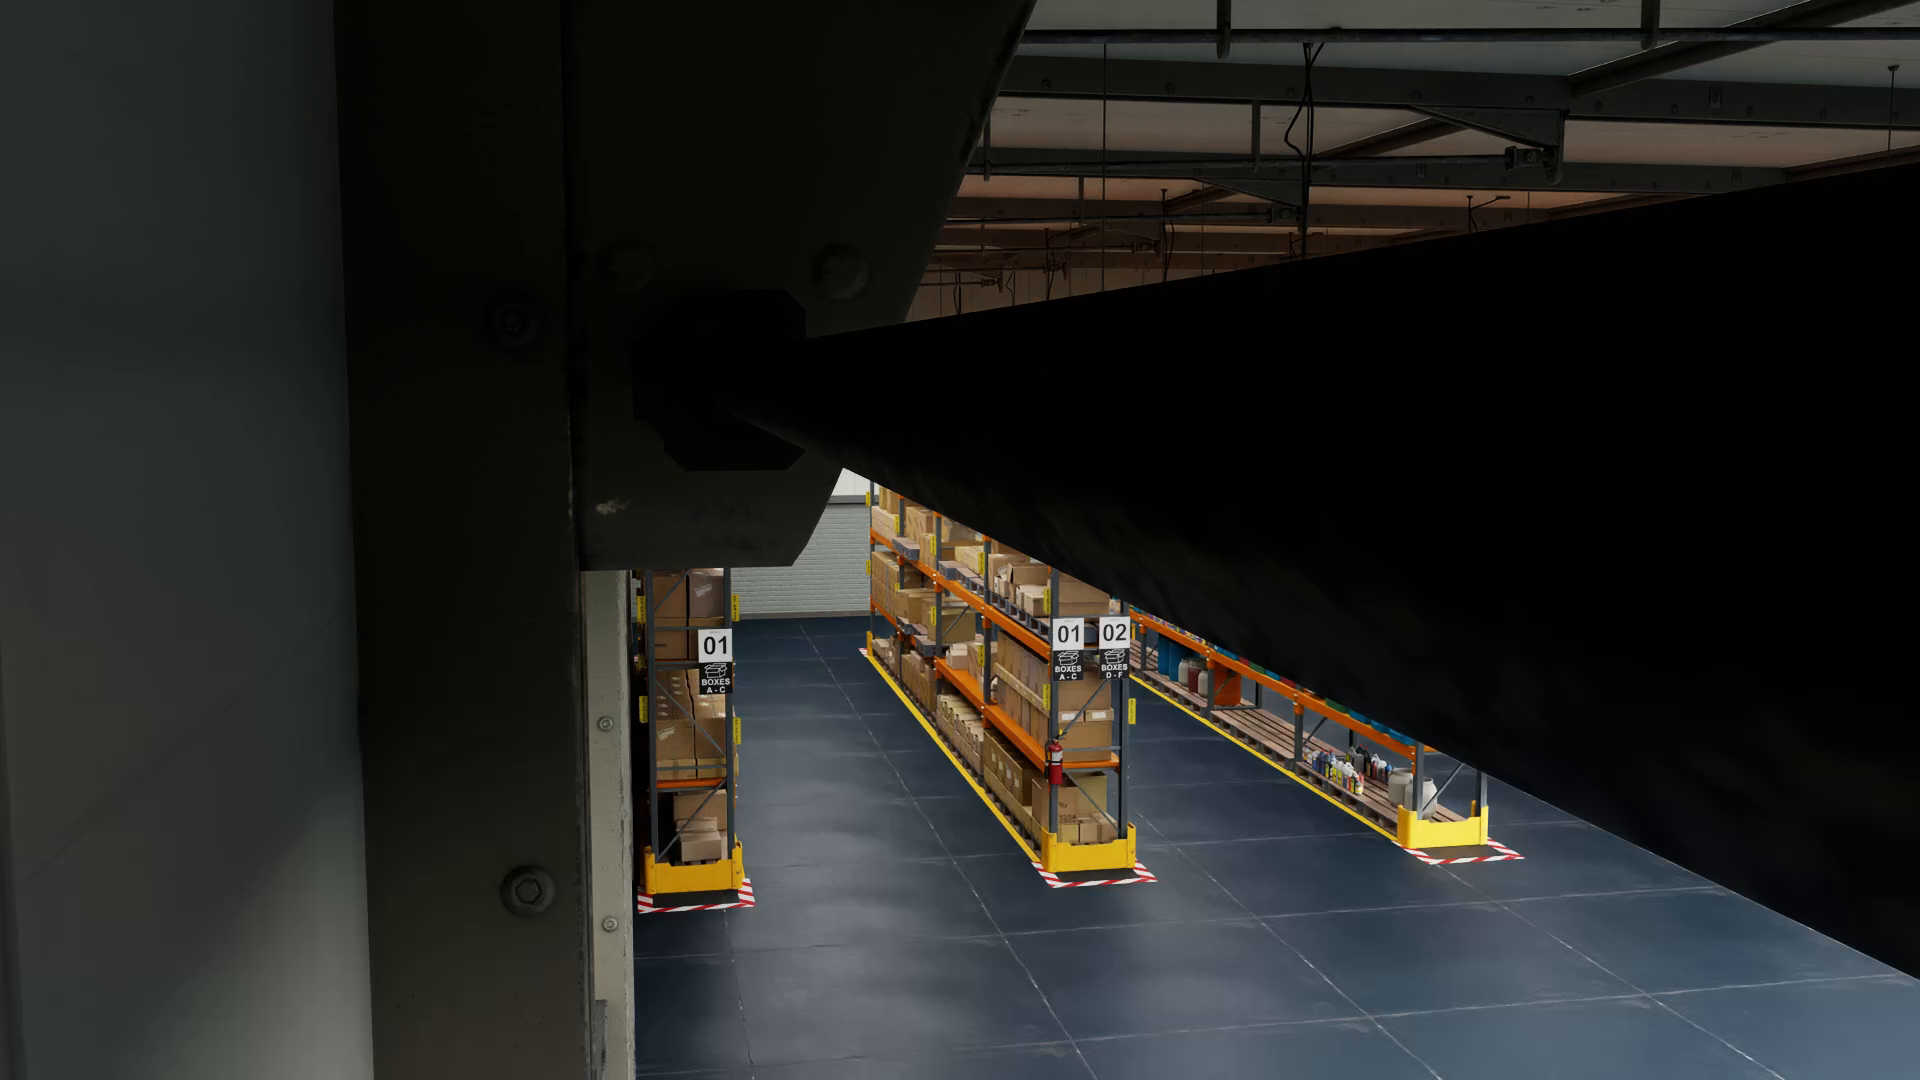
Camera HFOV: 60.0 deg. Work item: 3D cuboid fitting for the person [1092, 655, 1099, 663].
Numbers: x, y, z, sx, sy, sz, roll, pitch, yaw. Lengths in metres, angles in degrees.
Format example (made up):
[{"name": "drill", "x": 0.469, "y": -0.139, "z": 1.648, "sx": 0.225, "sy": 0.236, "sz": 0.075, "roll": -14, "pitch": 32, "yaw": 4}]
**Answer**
[{"name": "person", "x": 2.857, "y": 1.805, "z": 35.009, "sx": 0.473, "sy": 1.774, "sz": 0.604, "roll": -3, "pitch": 7, "yaw": -26}]
